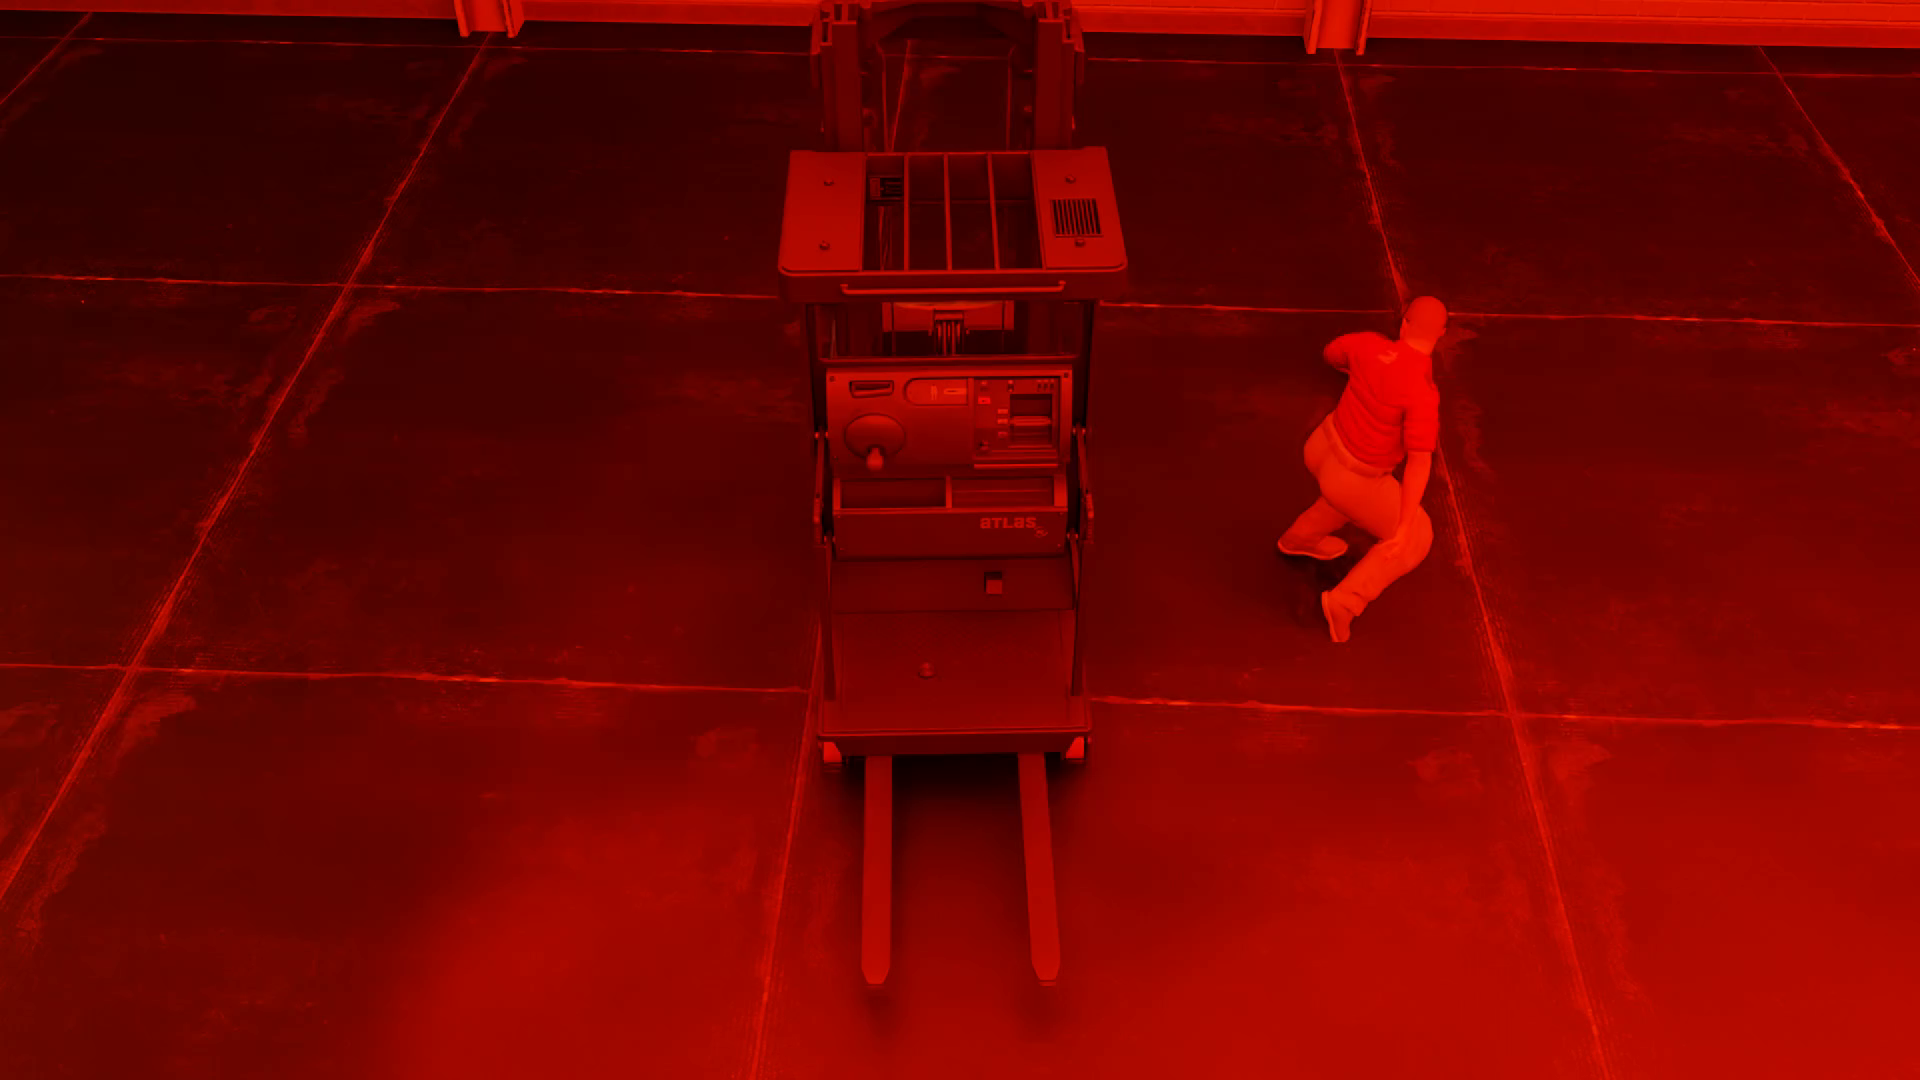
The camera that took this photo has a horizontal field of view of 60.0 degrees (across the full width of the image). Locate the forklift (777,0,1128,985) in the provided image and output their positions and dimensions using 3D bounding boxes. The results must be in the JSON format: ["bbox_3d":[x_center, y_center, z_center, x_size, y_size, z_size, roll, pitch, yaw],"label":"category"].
[{"bbox_3d":[-0.032,-0.377,6.155,1.130,2.935,3.031,-1,42,-1],"label":"forklift"}]

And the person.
[{"bbox_3d":[1.778,-0.281,7.138,0.503,1.629,1.003,-10,43,-11],"label":"person"}]
